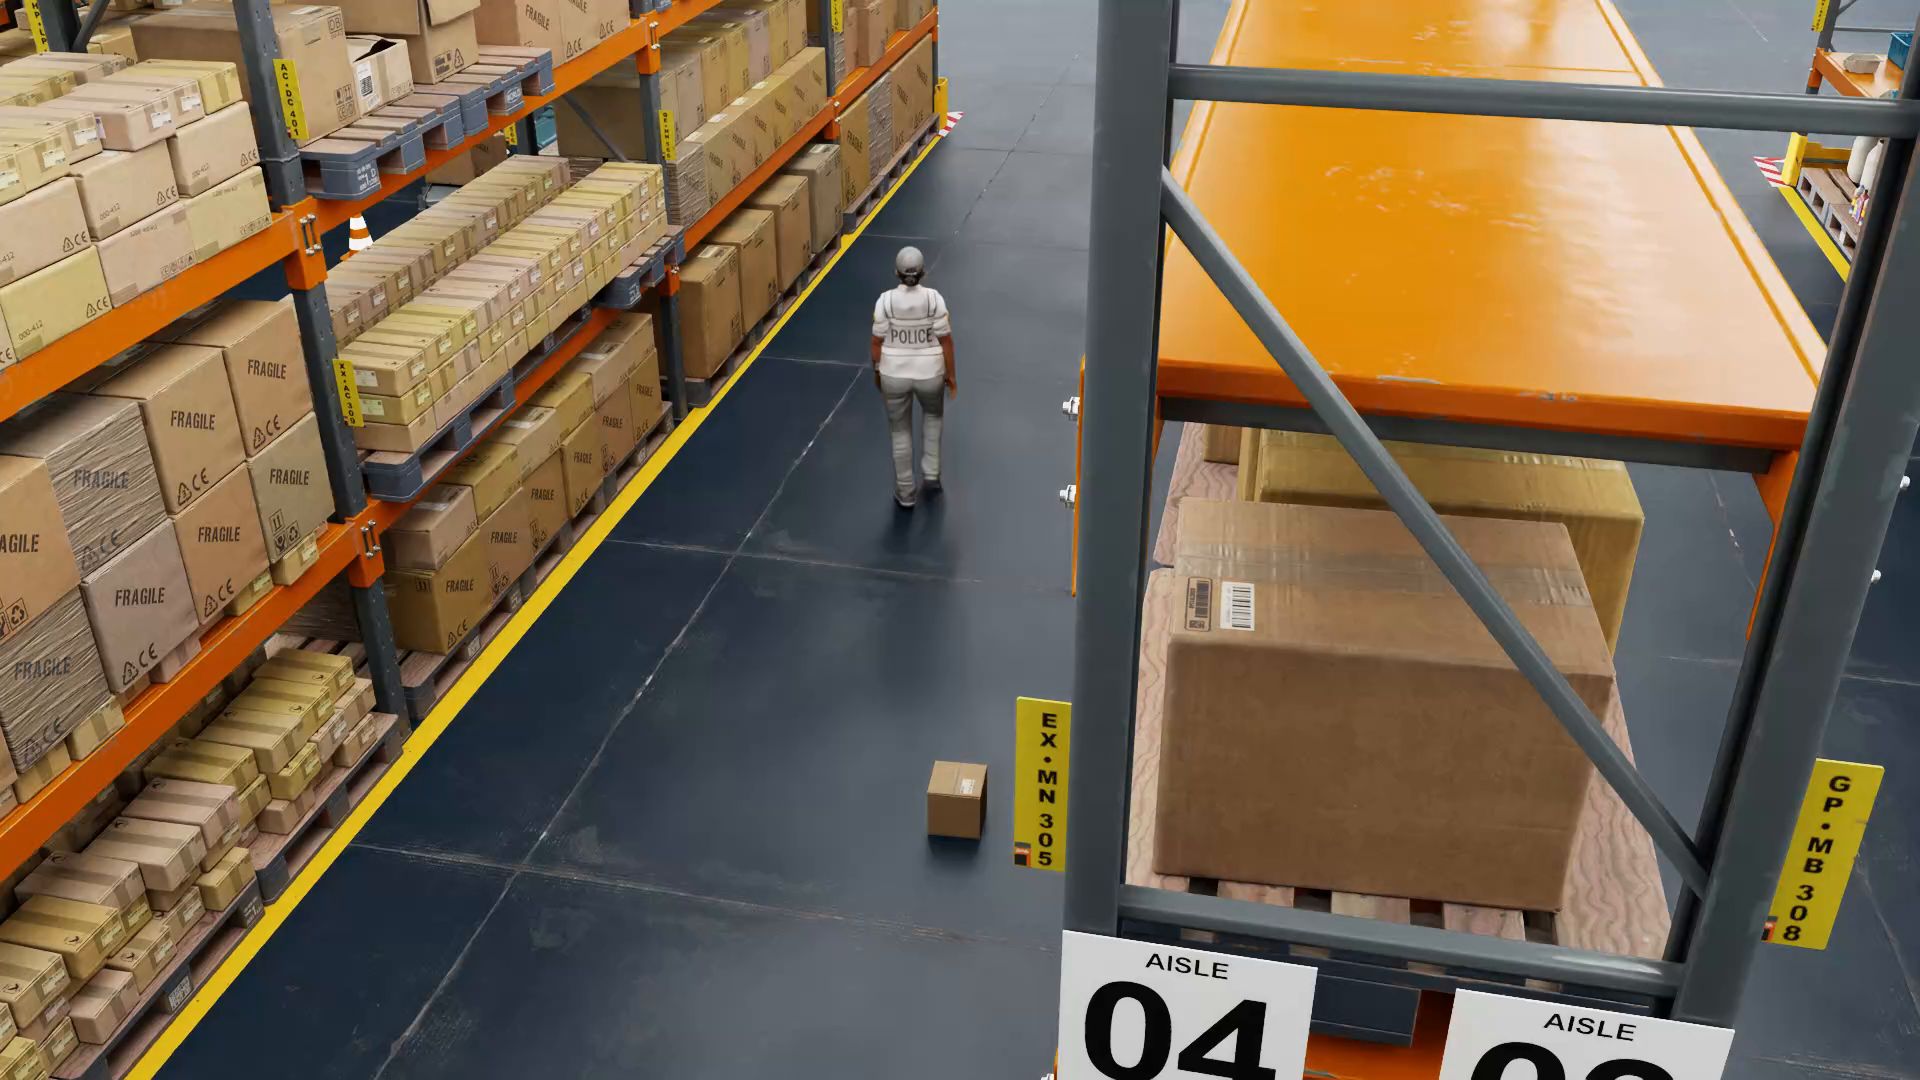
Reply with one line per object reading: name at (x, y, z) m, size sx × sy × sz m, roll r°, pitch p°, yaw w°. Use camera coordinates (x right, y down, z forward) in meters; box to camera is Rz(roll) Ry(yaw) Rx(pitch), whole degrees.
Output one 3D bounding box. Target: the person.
person at (-0.287, -0.998, 10.457) m, size 0.529 × 1.736 × 0.501 m, roll -3°, pitch 29°, yaw -6°
